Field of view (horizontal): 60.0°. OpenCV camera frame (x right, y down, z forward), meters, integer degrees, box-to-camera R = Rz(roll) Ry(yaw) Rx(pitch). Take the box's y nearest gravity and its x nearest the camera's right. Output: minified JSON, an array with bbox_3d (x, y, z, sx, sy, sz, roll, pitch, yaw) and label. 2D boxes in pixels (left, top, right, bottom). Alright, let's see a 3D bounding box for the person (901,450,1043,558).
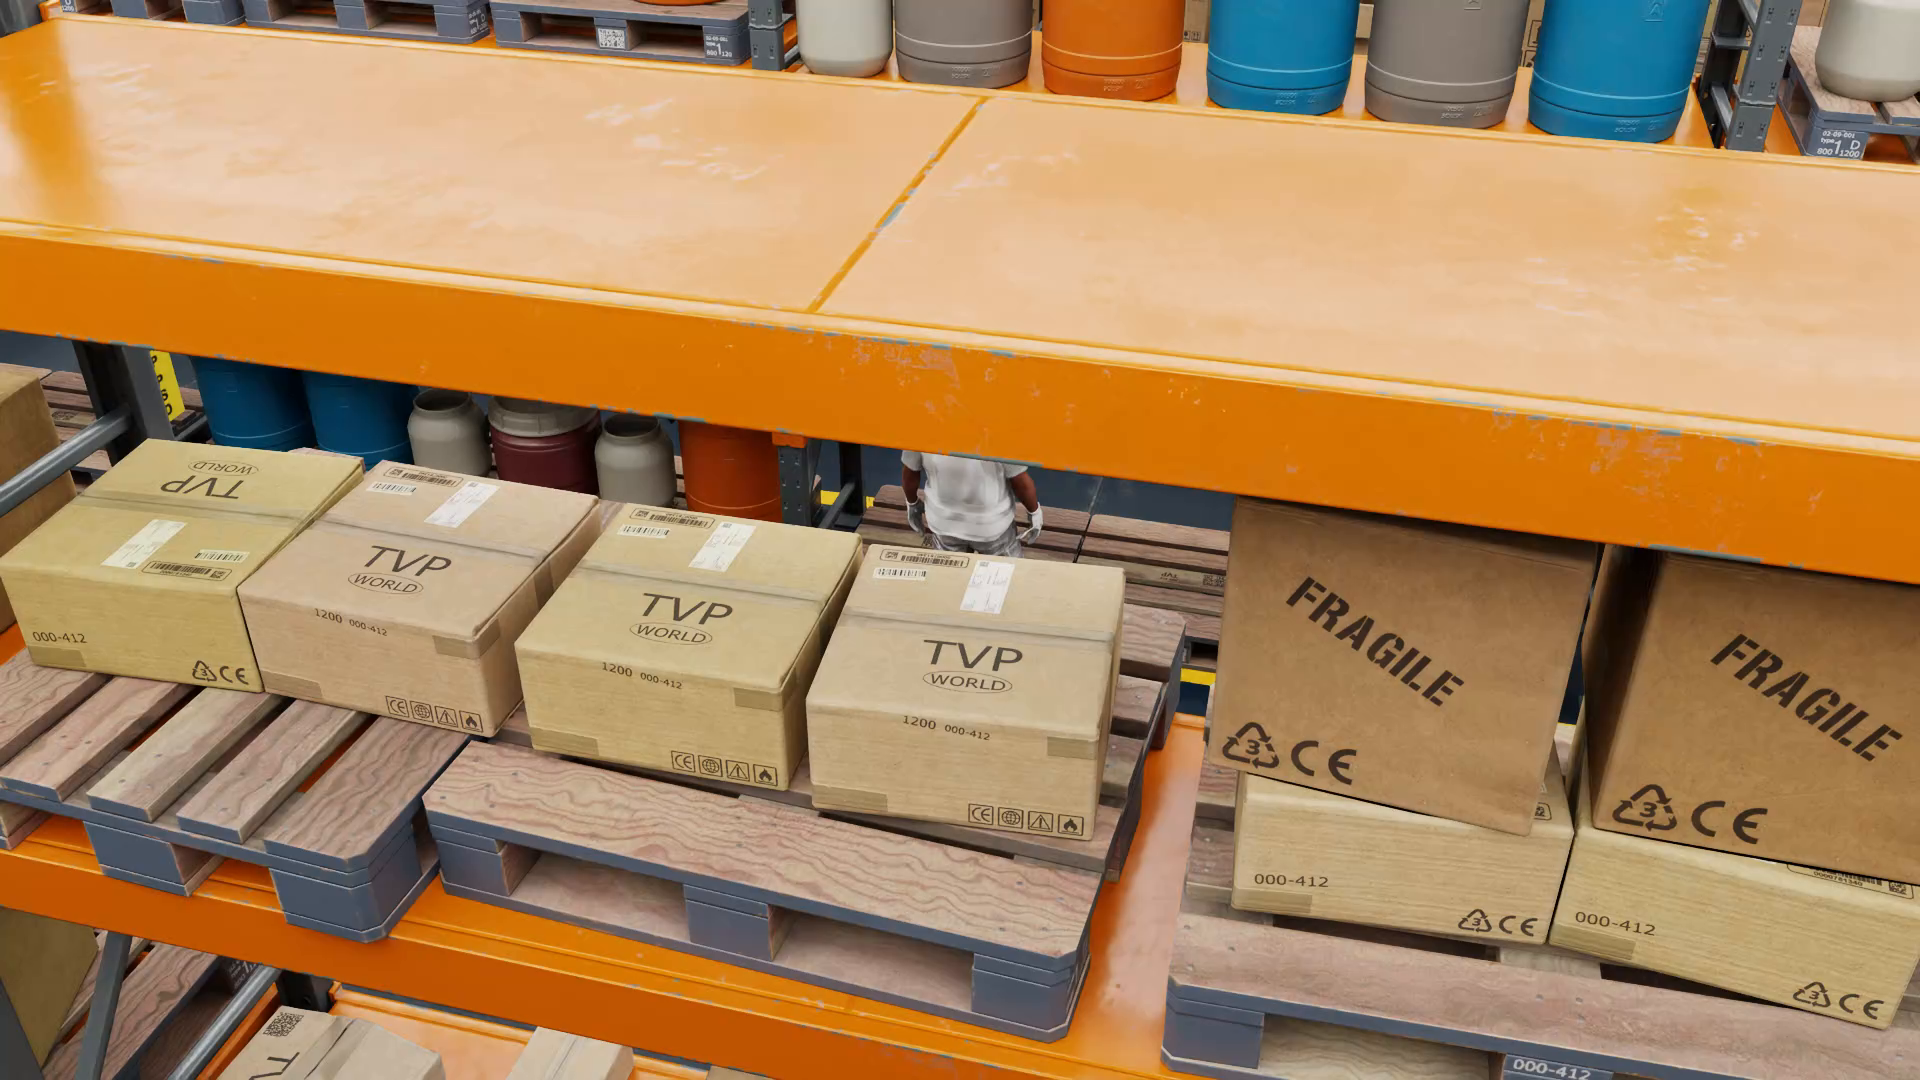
[{"bbox_3d":[0.075,-0.148,7.858,0.656,1.786,0.575,8,33,12],"label":"person"}]
